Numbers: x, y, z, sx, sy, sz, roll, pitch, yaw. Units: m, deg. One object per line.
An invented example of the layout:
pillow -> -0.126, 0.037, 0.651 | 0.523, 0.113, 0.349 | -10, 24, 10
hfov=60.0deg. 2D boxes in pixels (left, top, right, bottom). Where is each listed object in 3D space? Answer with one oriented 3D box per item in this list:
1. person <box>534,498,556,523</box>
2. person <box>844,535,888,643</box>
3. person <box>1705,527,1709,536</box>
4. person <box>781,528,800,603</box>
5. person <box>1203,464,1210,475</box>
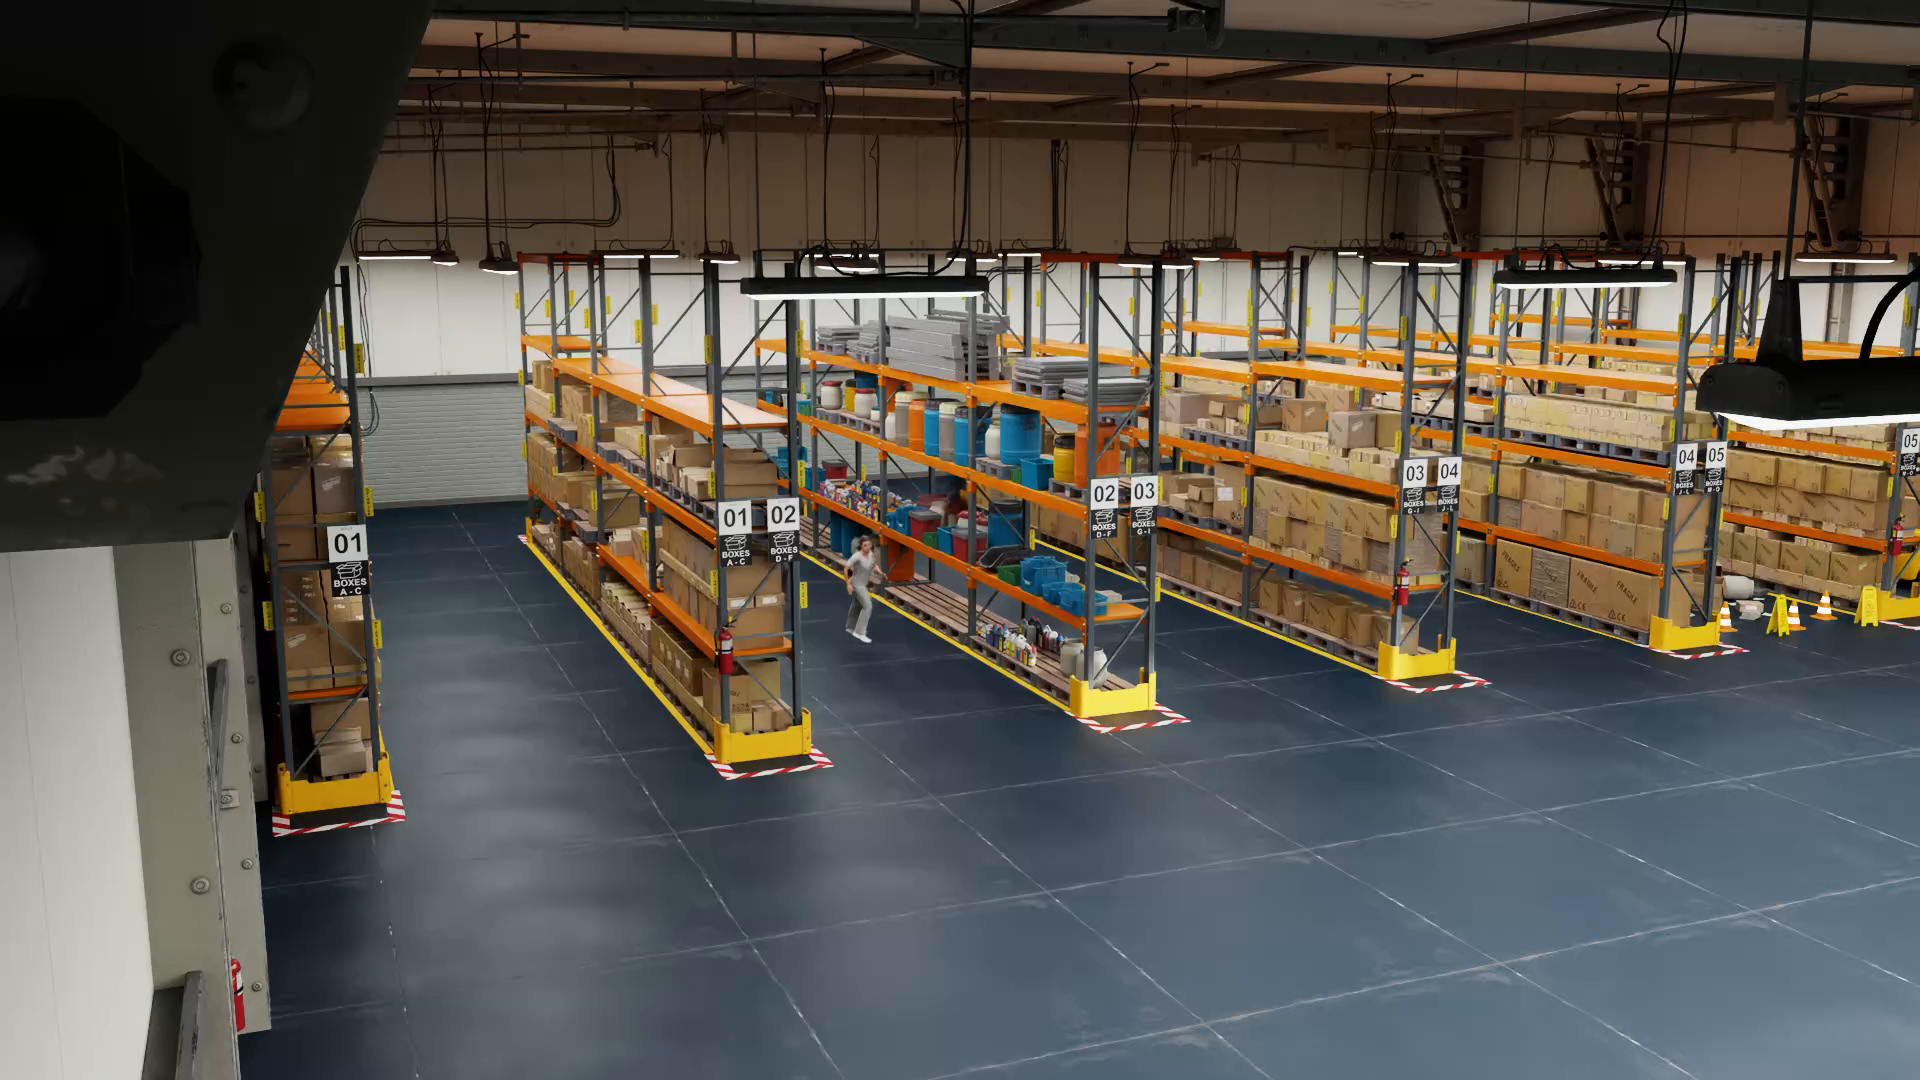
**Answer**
person -> -9.050, -1.192, 36.573 | 0.864, 1.842, 0.646 | 6, 12, 29
person -> -1.458, 0.722, 25.228 | 0.778, 1.656, 0.581 | 4, 11, 20
person -> 15.200, -0.822, 34.469 | 0.689, 1.752, 1.063 | -5, 12, -27
person -> -2.939, 0.180, 28.090 | 0.488, 1.730, 0.783 | -6, 12, -31
person -> 6.551, -2.356, 43.008 | 0.967, 1.712, 0.668 | -9, 14, -40
